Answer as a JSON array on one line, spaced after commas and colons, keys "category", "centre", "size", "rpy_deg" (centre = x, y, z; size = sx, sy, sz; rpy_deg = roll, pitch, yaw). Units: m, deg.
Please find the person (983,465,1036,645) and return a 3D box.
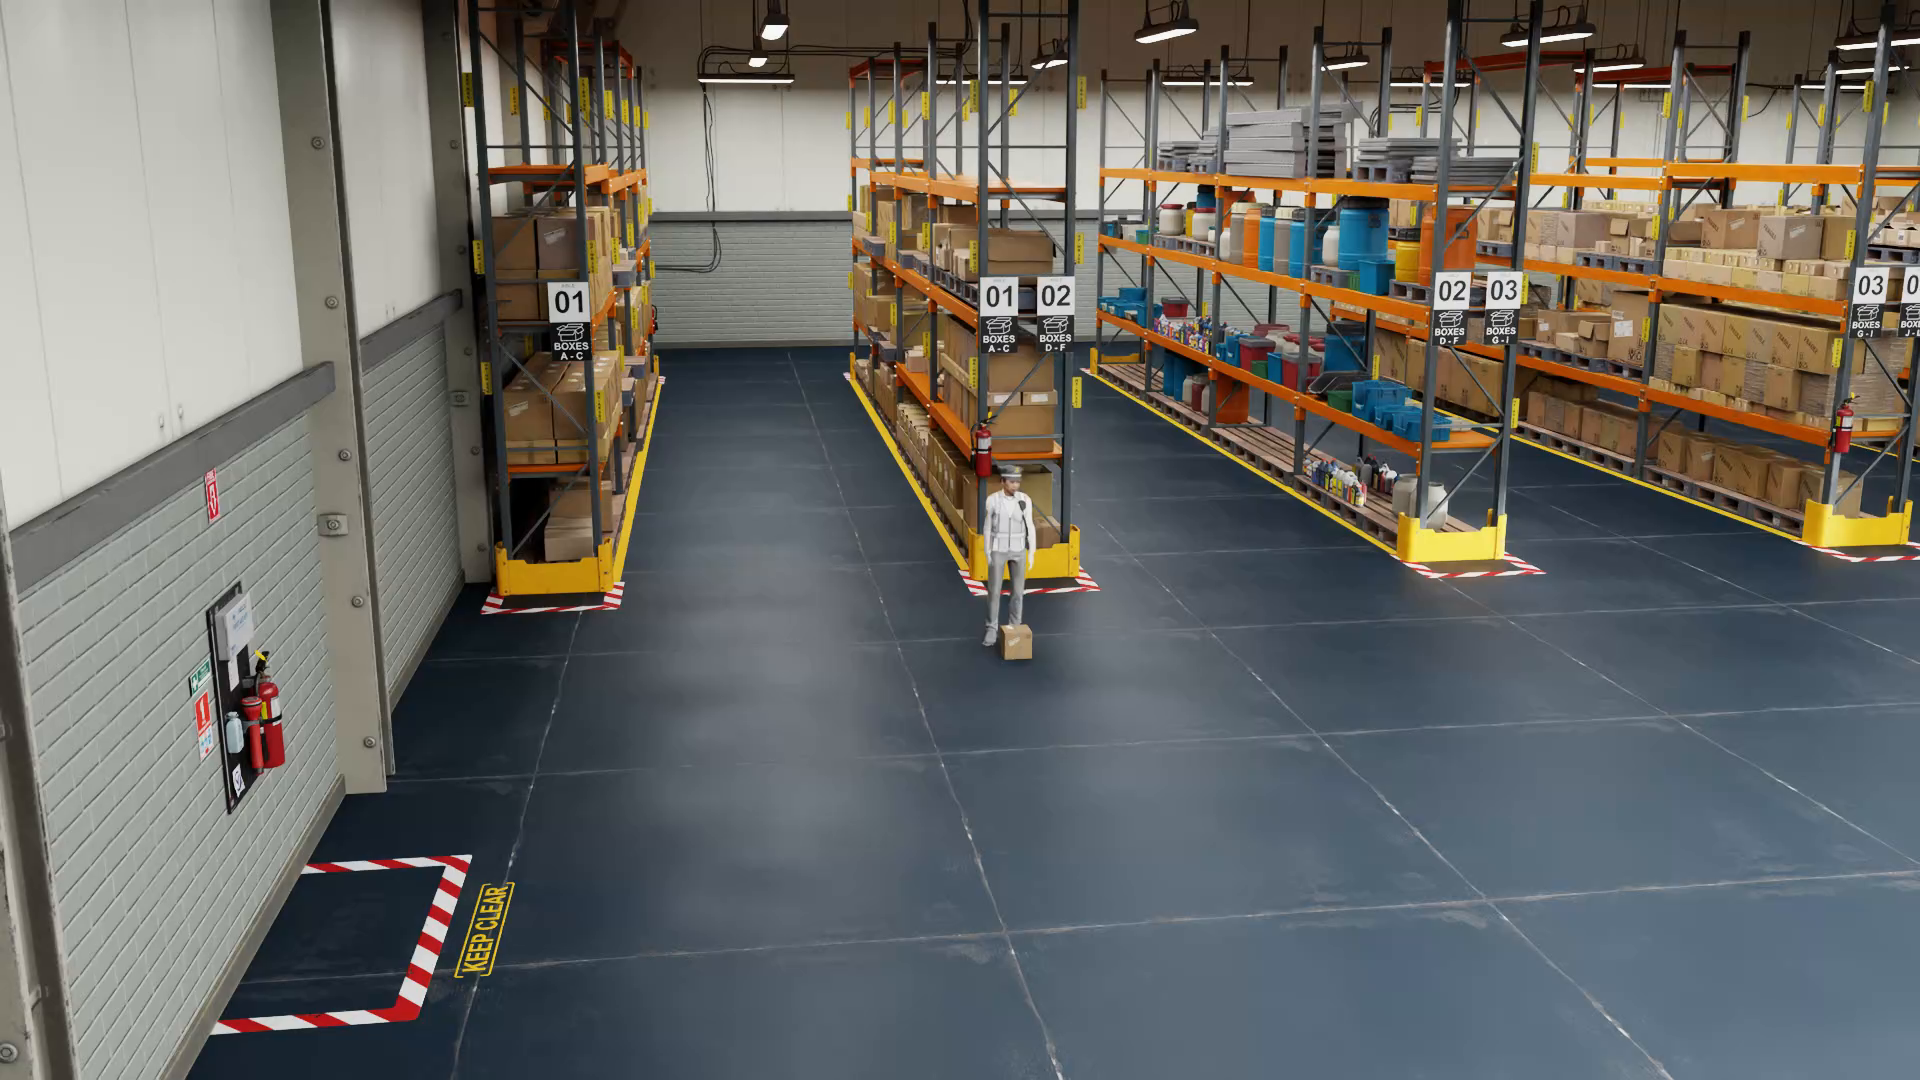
[{"category": "person", "centre": [0.455, 0.136, 15.417], "size": [0.494, 1.692, 0.316], "rpy_deg": [-2, 13, -7]}]
